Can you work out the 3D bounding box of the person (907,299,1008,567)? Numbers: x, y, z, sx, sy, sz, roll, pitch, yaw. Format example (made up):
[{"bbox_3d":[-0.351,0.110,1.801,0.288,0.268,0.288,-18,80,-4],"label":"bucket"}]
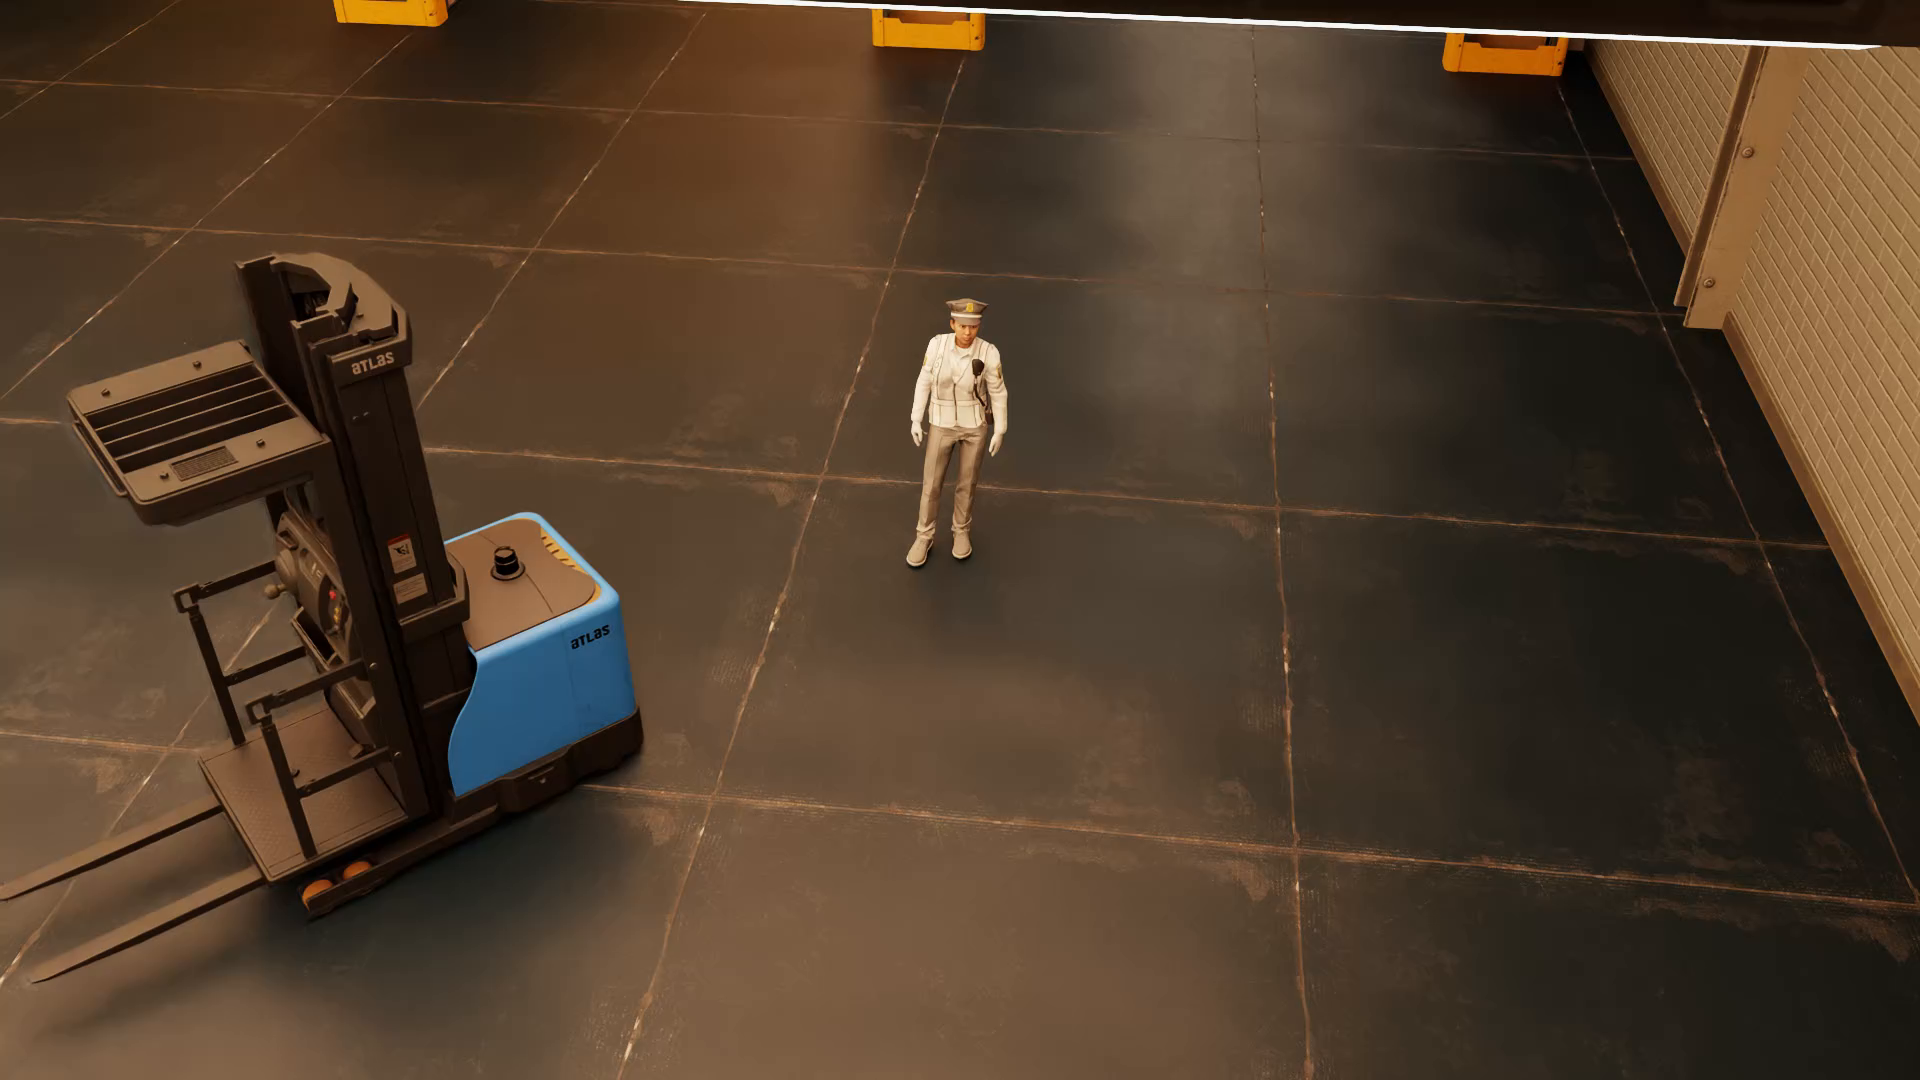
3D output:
[{"bbox_3d":[-0.016,-0.648,9.939,0.586,1.694,0.531,4,37,6],"label":"person"}]

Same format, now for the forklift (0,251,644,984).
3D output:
[{"bbox_3d":[-3.169,0.274,7.659,3.031,2.935,1.130,-25,43,-30],"label":"forklift"}]
